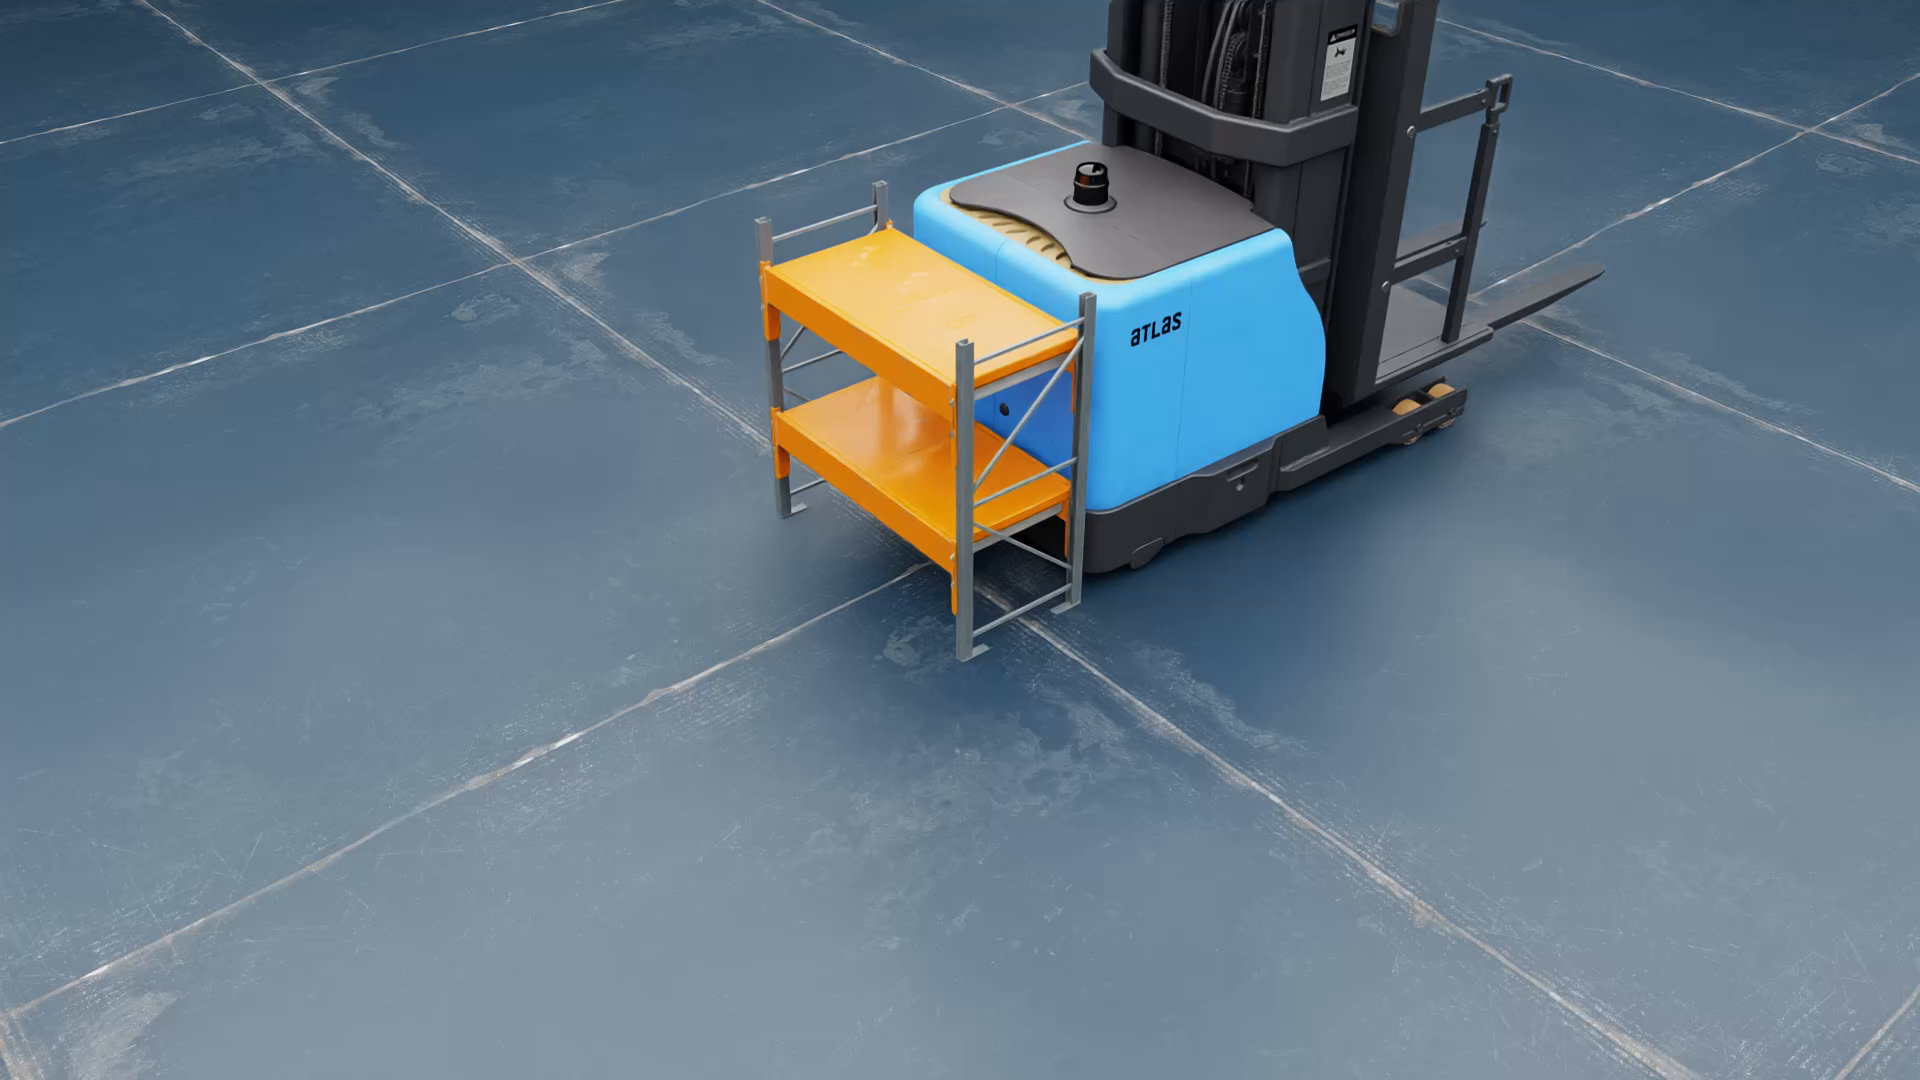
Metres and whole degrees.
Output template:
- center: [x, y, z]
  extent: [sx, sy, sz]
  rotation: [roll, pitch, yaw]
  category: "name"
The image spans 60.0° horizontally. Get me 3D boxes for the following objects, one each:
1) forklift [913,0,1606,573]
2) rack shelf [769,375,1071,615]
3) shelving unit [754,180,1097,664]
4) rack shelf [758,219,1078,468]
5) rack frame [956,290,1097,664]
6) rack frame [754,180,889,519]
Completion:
- center: [1.307, -1.776, 5.721]
  extent: [3.031, 2.935, 1.130]
  rotation: [-24, 42, -30]
  category: "forklift"
- center: [-0.125, -0.199, 5.481]
  extent: [0.538, 0.278, 1.000]
  rotation: [-25, 42, -31]
  category: "rack shelf"
- center: [-0.125, -0.399, 5.340]
  extent: [0.538, 1.125, 1.048]
  rotation: [-25, 42, -31]
  category: "shelving unit"
- center: [-0.125, -0.638, 5.171]
  extent: [0.538, 0.278, 1.000]
  rotation: [-25, 42, -31]
  category: "rack shelf"
- center: [0.192, -0.169, 5.015]
  extent: [0.500, 1.125, 0.032]
  rotation: [-25, 42, -31]
  category: "rack frame"
- center: [-0.442, -0.629, 5.664]
  extent: [0.500, 1.125, 0.032]
  rotation: [-25, 42, -31]
  category: "rack frame"
